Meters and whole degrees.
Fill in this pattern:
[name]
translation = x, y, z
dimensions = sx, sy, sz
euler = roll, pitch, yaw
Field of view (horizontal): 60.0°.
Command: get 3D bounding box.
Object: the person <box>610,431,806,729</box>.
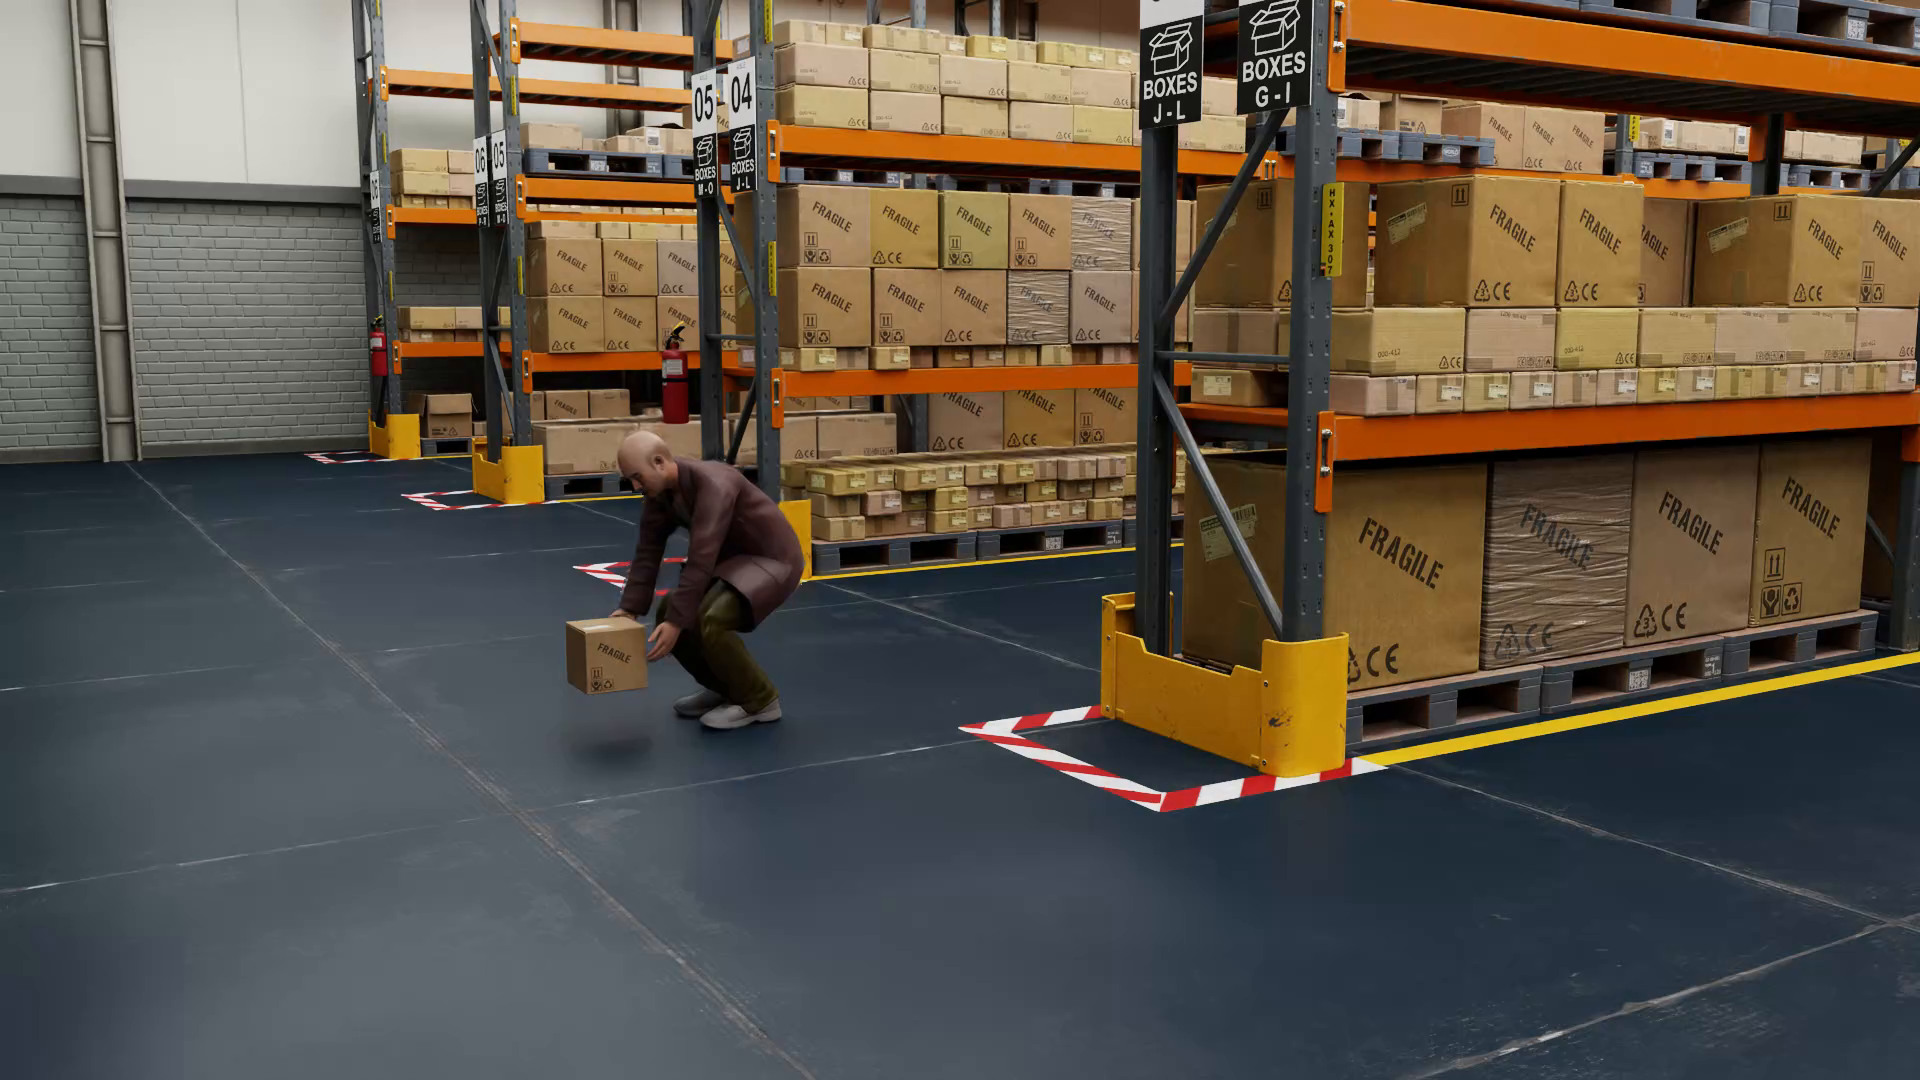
[person]
translation = -1.011, 0.153, 6.817
dimensions = 0.809, 1.215, 0.628
euler = -5, 9, -31
